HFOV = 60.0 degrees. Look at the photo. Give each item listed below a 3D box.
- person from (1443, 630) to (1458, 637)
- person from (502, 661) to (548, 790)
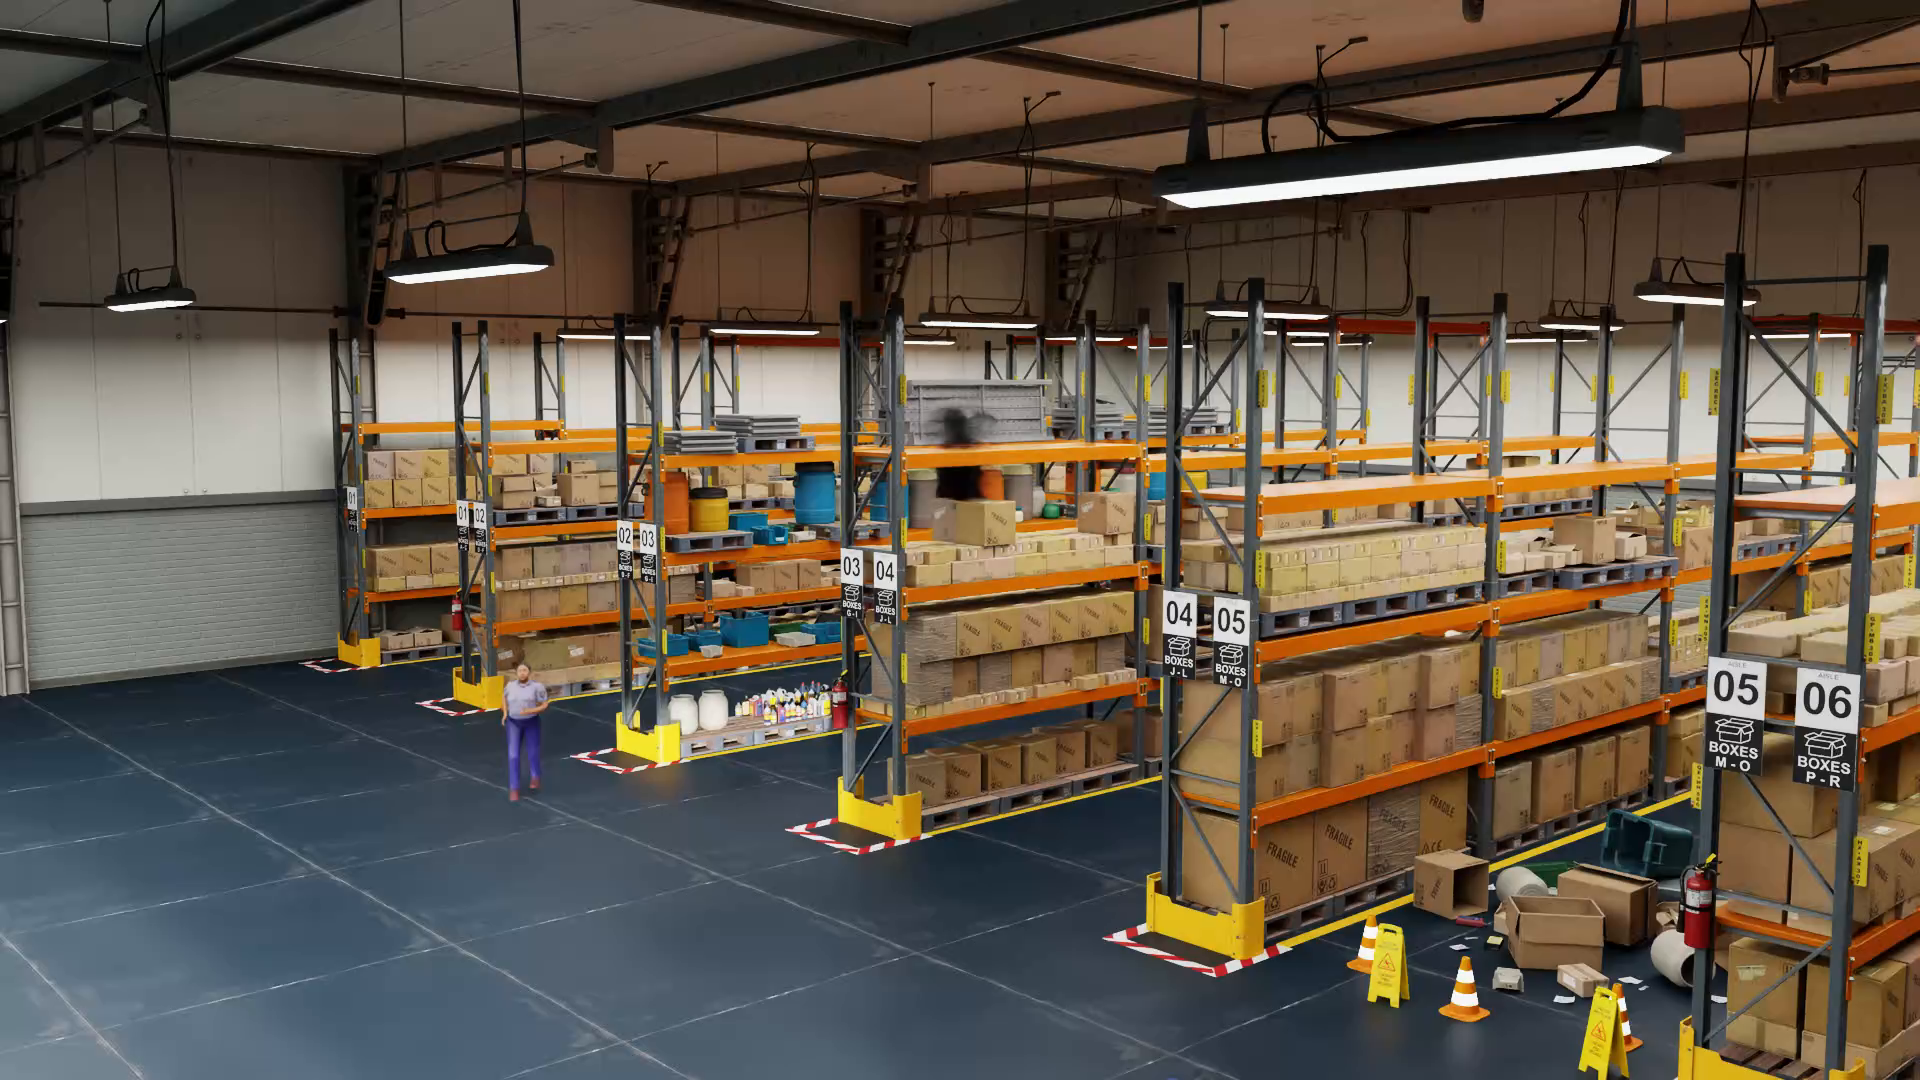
[{"bbox_3d":[6.461,2.025,22.082,0.523,1.685,0.796,5,7,40],"label":"person"},{"bbox_3d":[-5.349,2.255,20.435,0.592,1.550,0.757,-1,6,-6],"label":"person"}]
